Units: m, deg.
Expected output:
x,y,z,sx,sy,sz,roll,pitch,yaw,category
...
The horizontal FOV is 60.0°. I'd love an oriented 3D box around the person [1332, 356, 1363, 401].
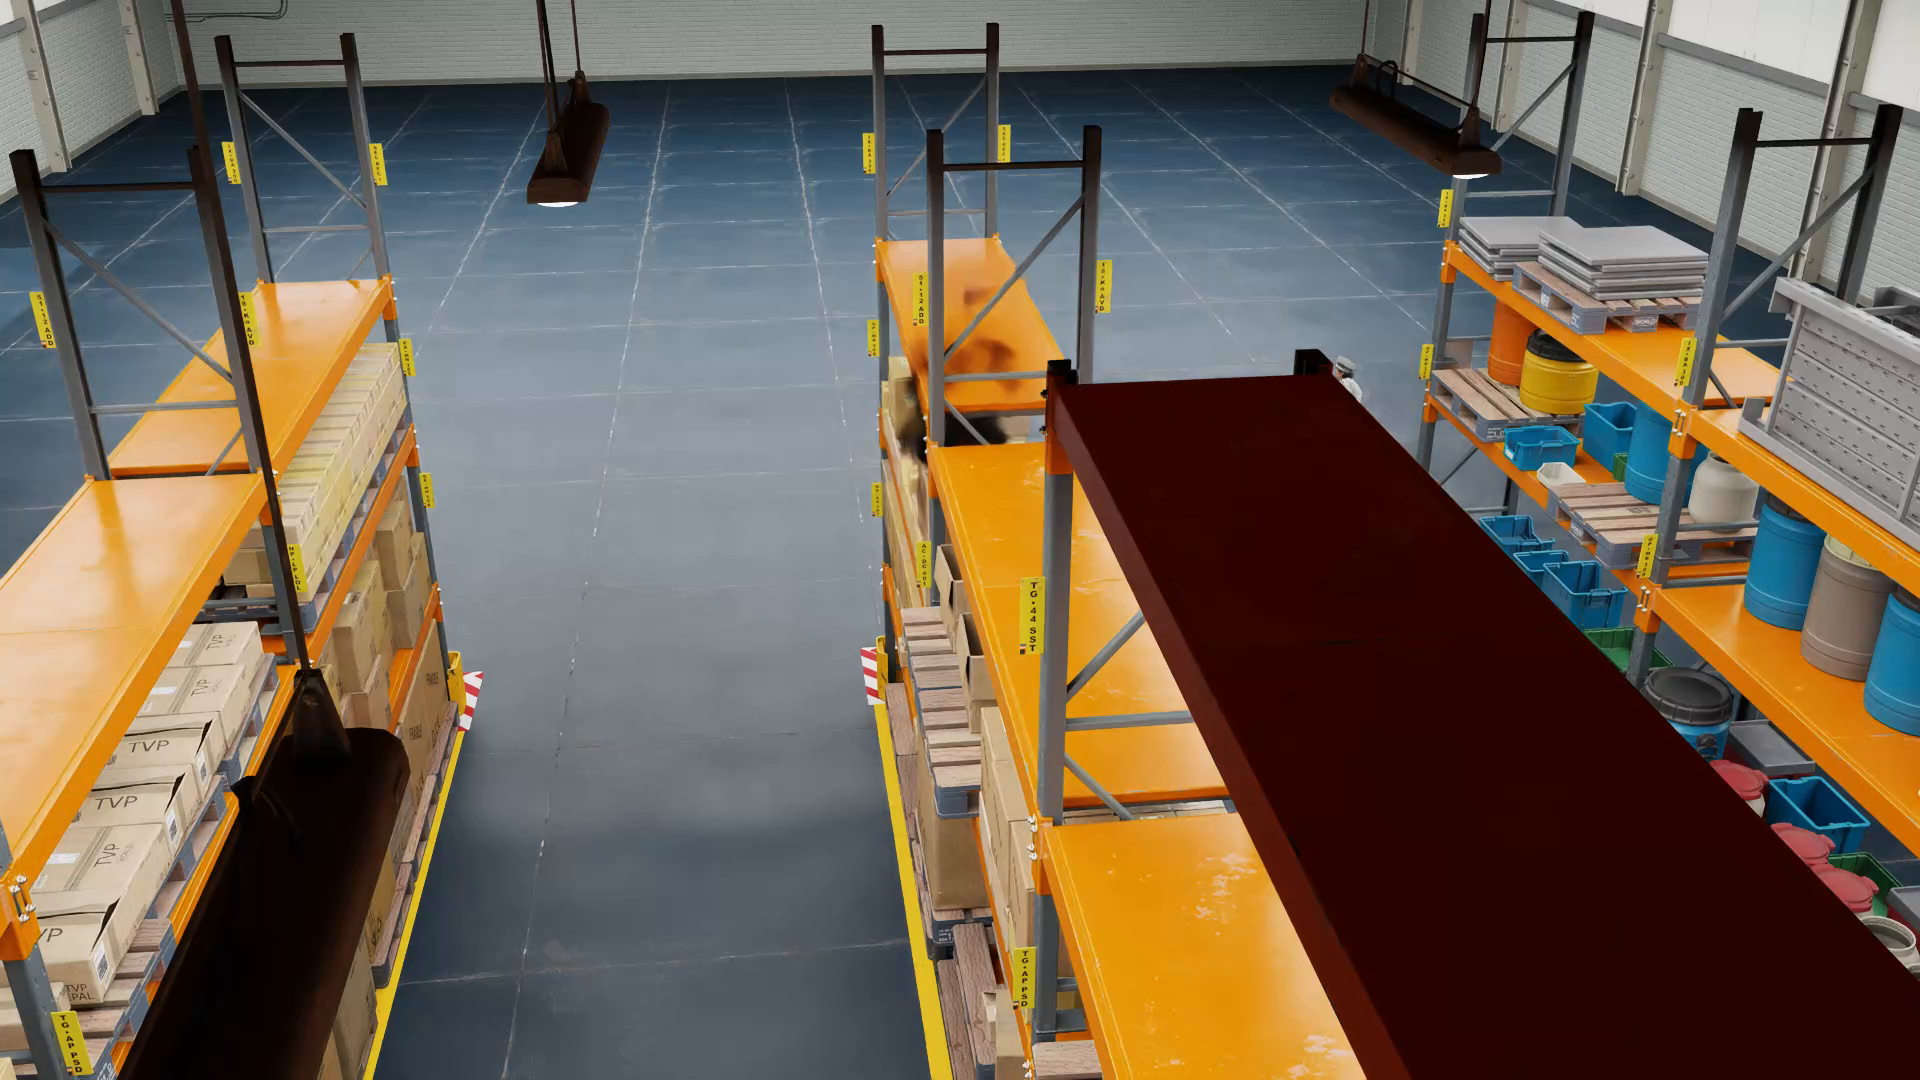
x,y,z,sx,sy,sz,roll,pitch,yaw,category
4.350,-1.299,19.277,0.732,1.749,0.576,6,26,12,person
